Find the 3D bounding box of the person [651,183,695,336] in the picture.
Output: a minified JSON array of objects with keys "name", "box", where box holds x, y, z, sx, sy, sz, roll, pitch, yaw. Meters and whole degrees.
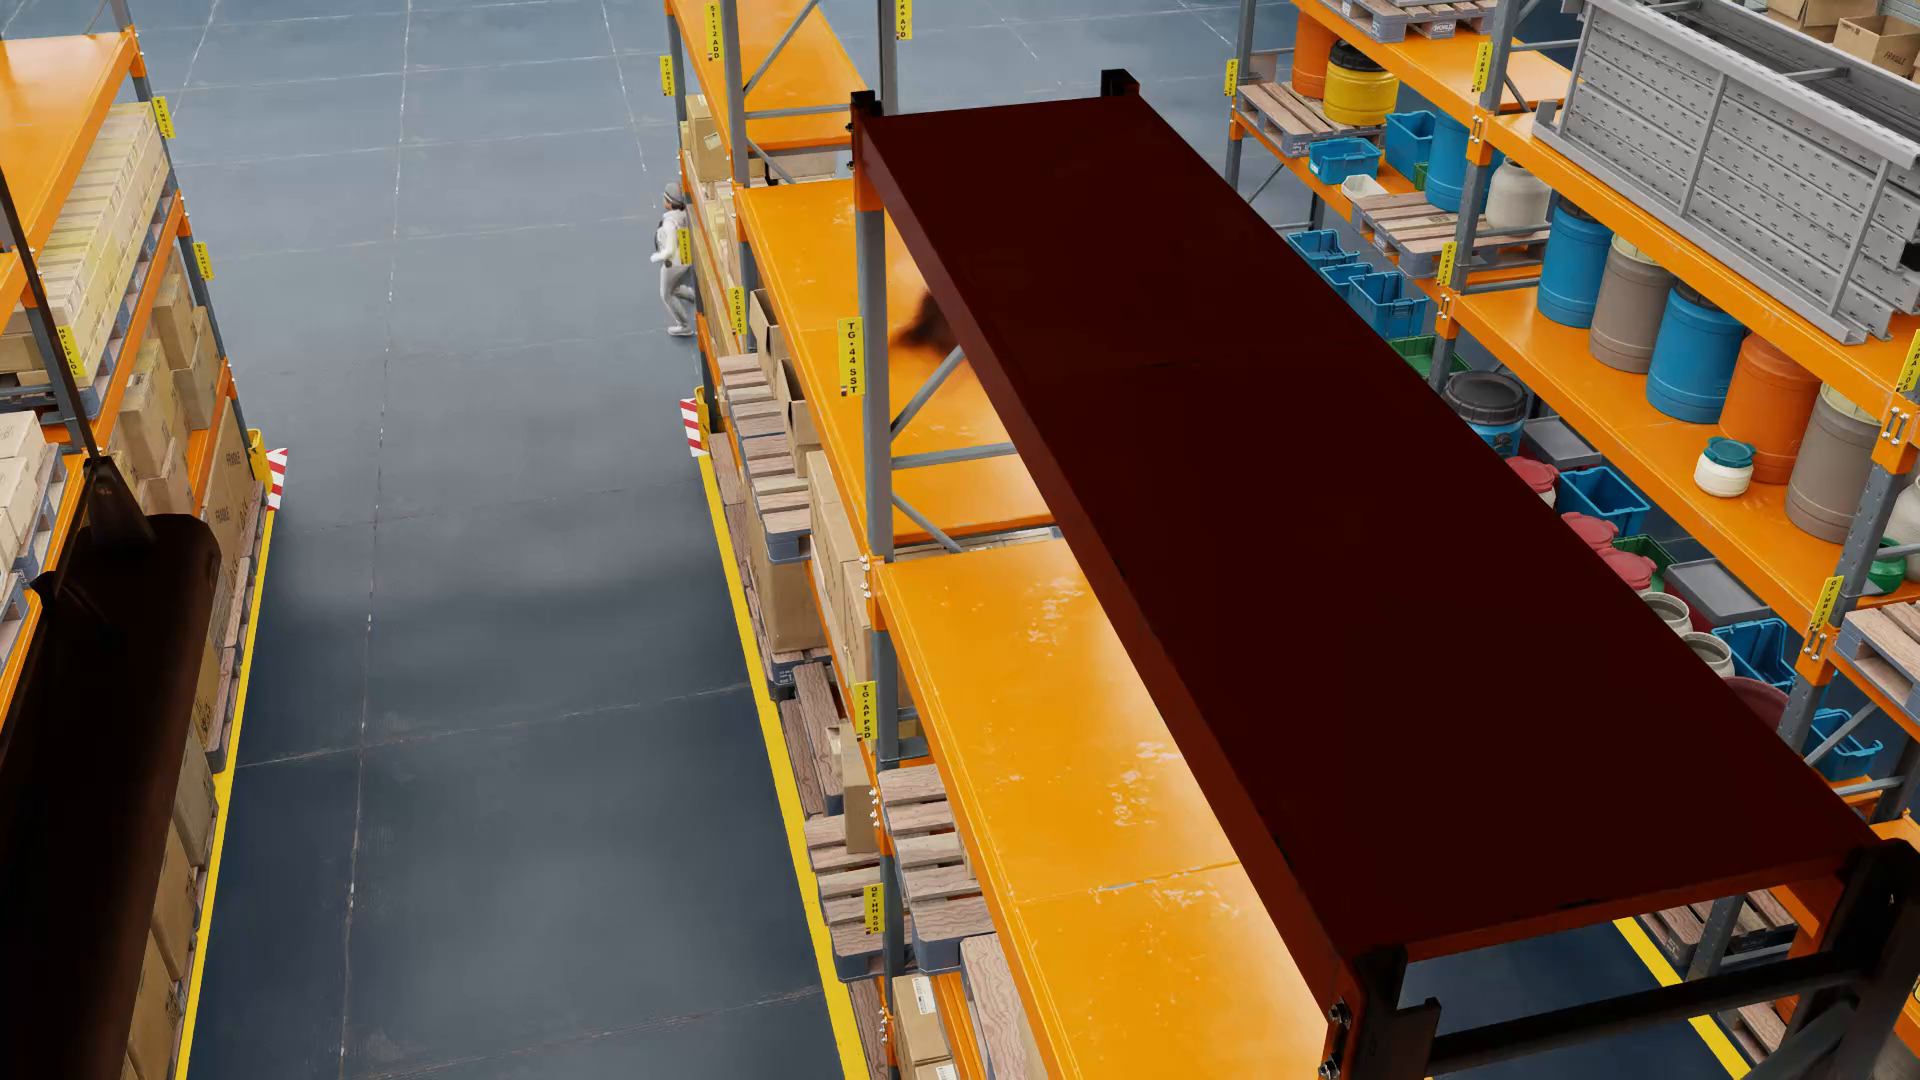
[{"name":"person","box":[-2.800,-2.793,16.727,0.559,1.652,0.627,12,36,17]}]
